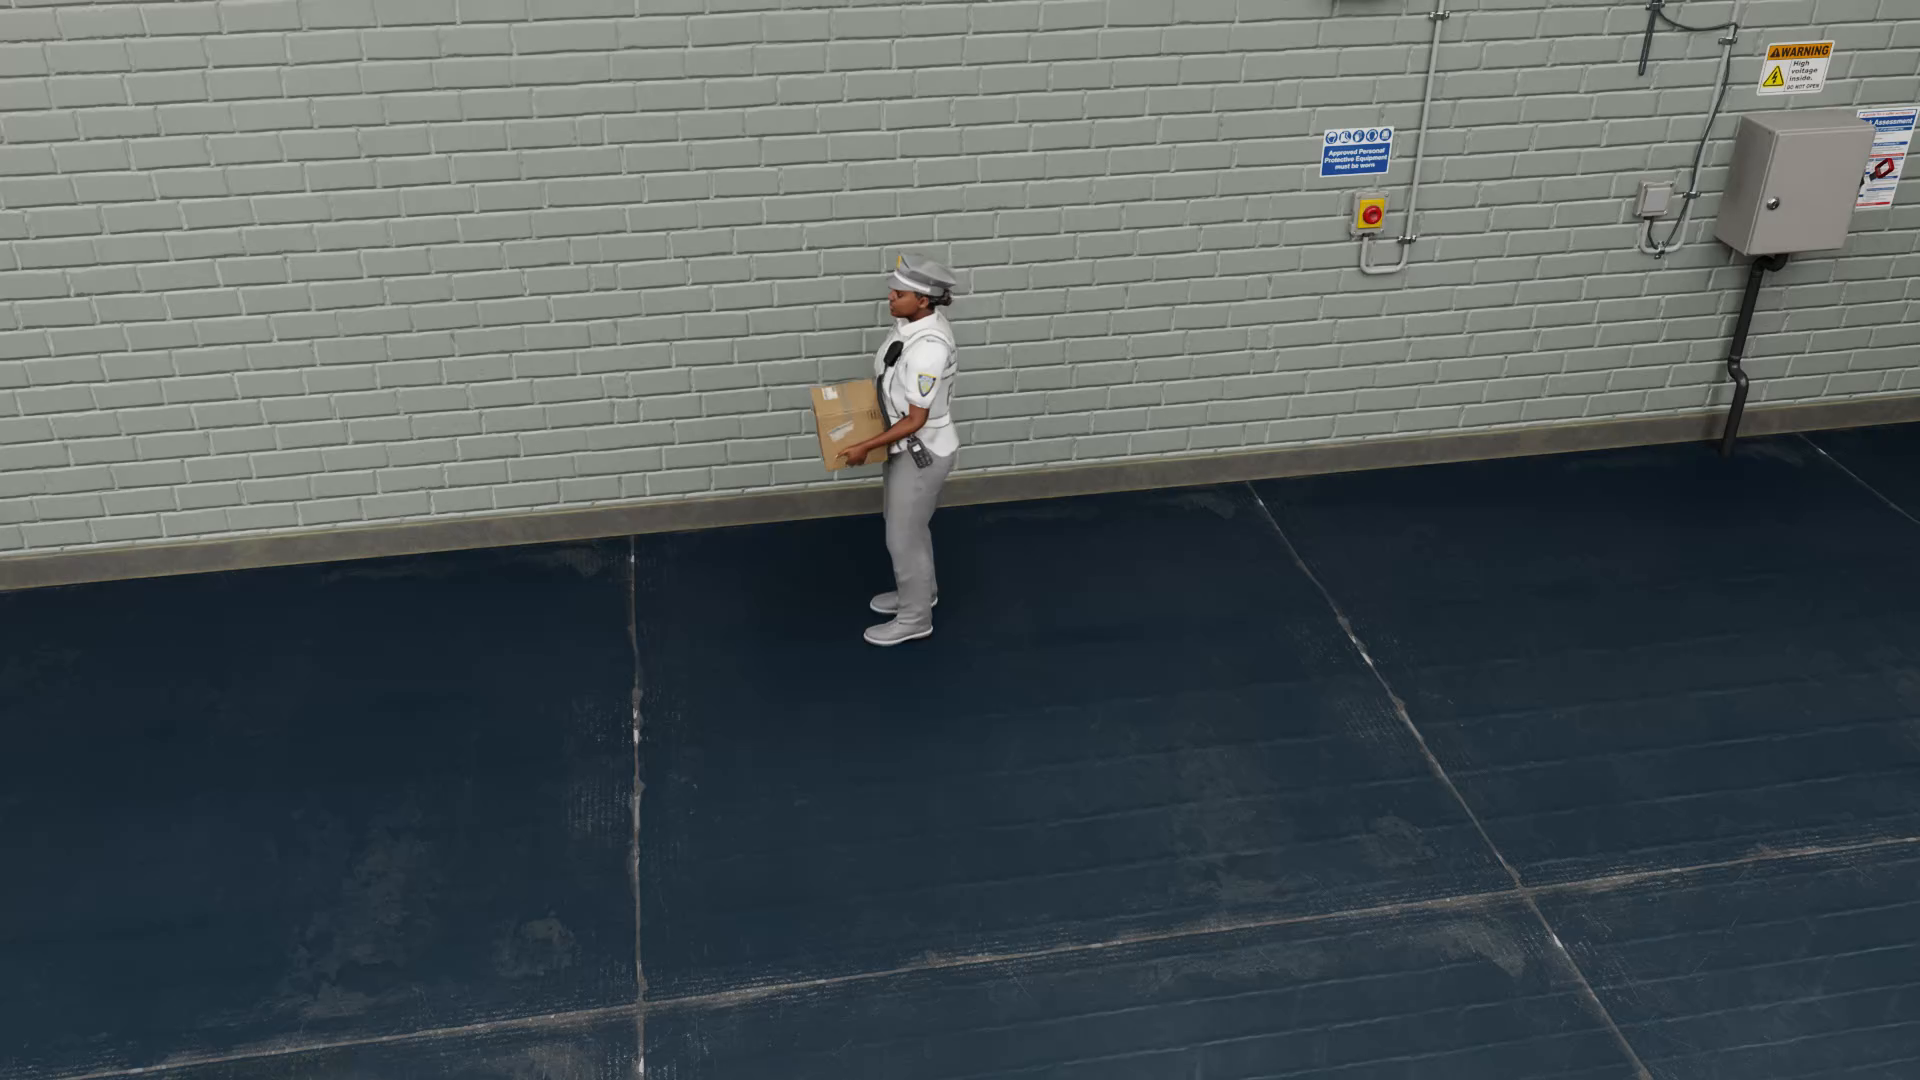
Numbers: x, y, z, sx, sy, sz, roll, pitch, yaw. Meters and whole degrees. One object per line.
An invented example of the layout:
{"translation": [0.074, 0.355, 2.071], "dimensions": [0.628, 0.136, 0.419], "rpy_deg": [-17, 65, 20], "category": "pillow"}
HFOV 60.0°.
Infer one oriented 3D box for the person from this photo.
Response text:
{"translation": [-0.264, -0.362, 6.706], "dimensions": [0.506, 1.692, 0.464], "rpy_deg": [-5, 31, -9], "category": "person"}
